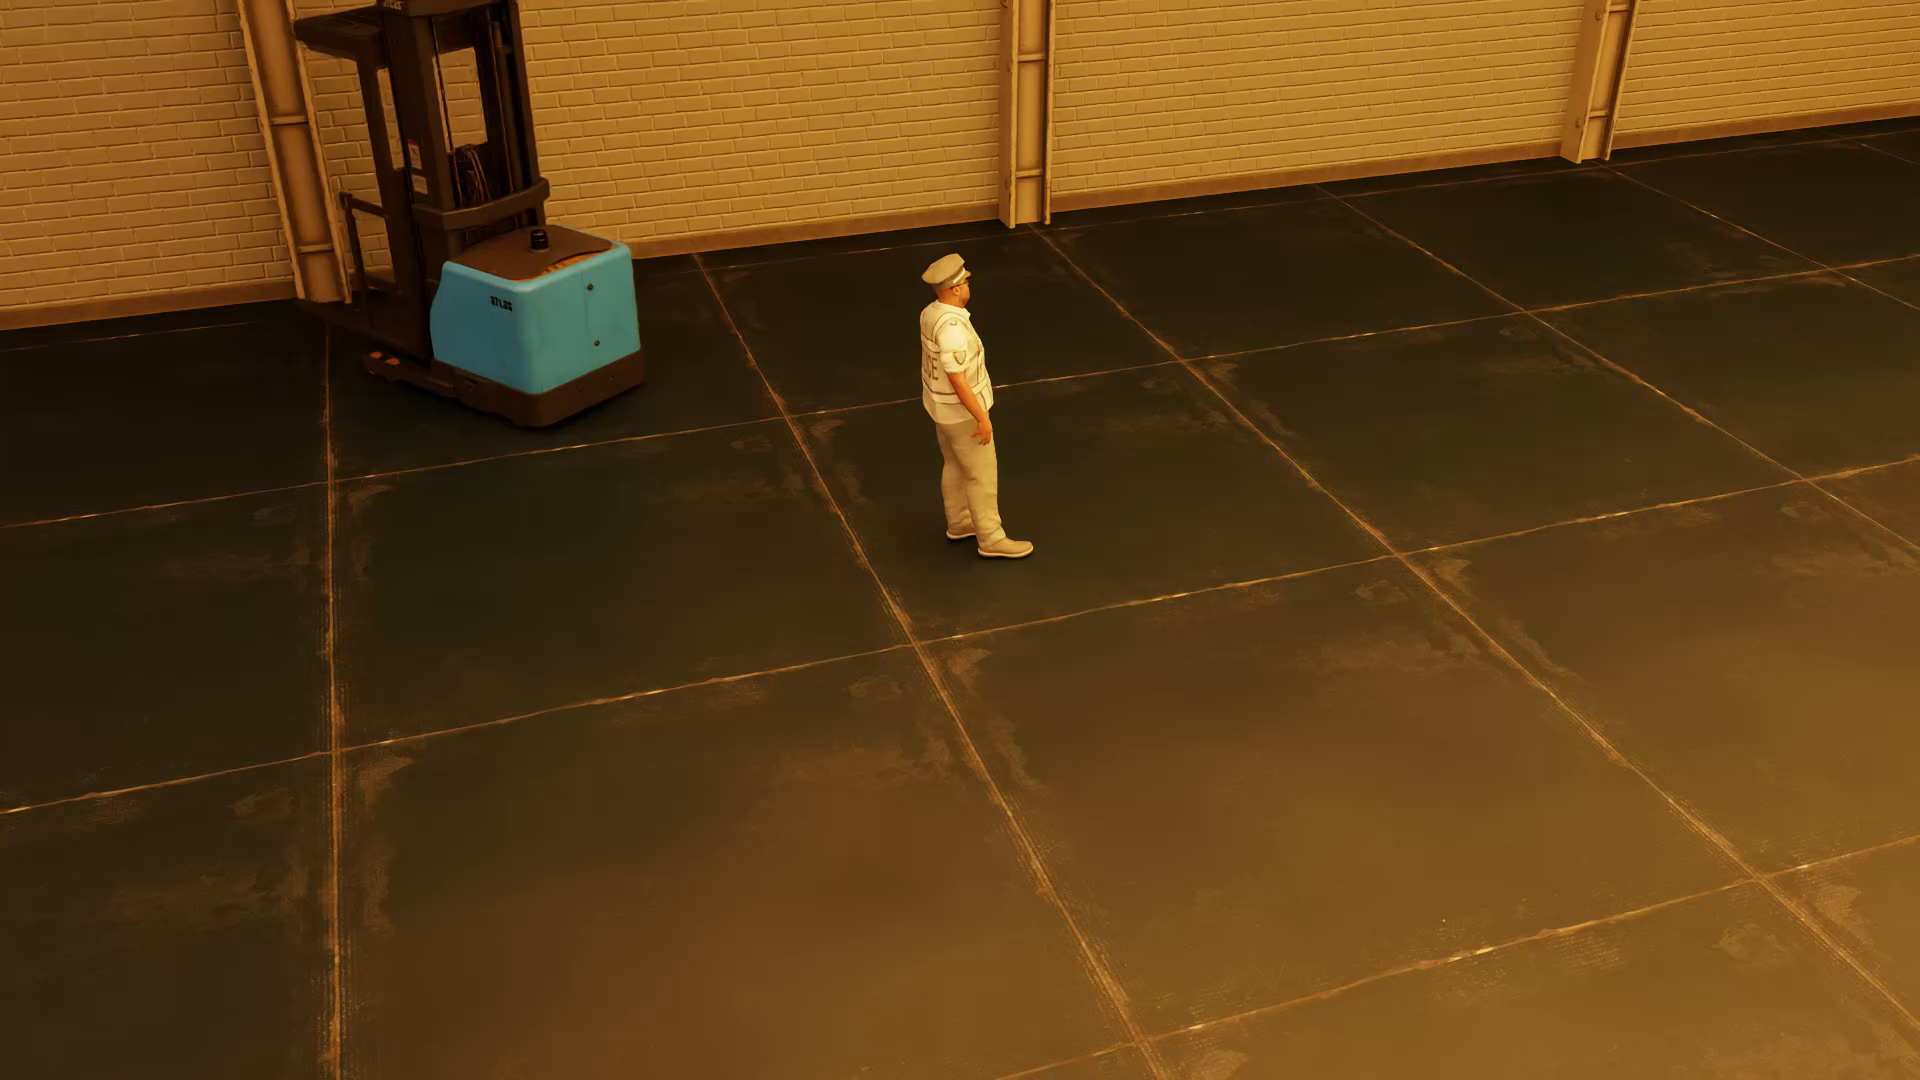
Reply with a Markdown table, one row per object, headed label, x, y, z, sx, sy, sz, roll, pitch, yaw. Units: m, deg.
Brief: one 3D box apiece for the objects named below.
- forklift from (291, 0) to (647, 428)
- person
| label | x | y | z | sx | sy | sz | roll | pitch | yaw |
| --- | --- | --- | --- | --- | --- | --- | --- | --- | --- |
| forklift | -3.728 | -2.605 | 11.614 | 3.031 | 2.935 | 1.130 | 20 | 36 | 31 |
| person | 0.077 | -0.785 | 9.590 | 0.575 | 1.781 | 0.640 | -10 | 31 | -16 |
